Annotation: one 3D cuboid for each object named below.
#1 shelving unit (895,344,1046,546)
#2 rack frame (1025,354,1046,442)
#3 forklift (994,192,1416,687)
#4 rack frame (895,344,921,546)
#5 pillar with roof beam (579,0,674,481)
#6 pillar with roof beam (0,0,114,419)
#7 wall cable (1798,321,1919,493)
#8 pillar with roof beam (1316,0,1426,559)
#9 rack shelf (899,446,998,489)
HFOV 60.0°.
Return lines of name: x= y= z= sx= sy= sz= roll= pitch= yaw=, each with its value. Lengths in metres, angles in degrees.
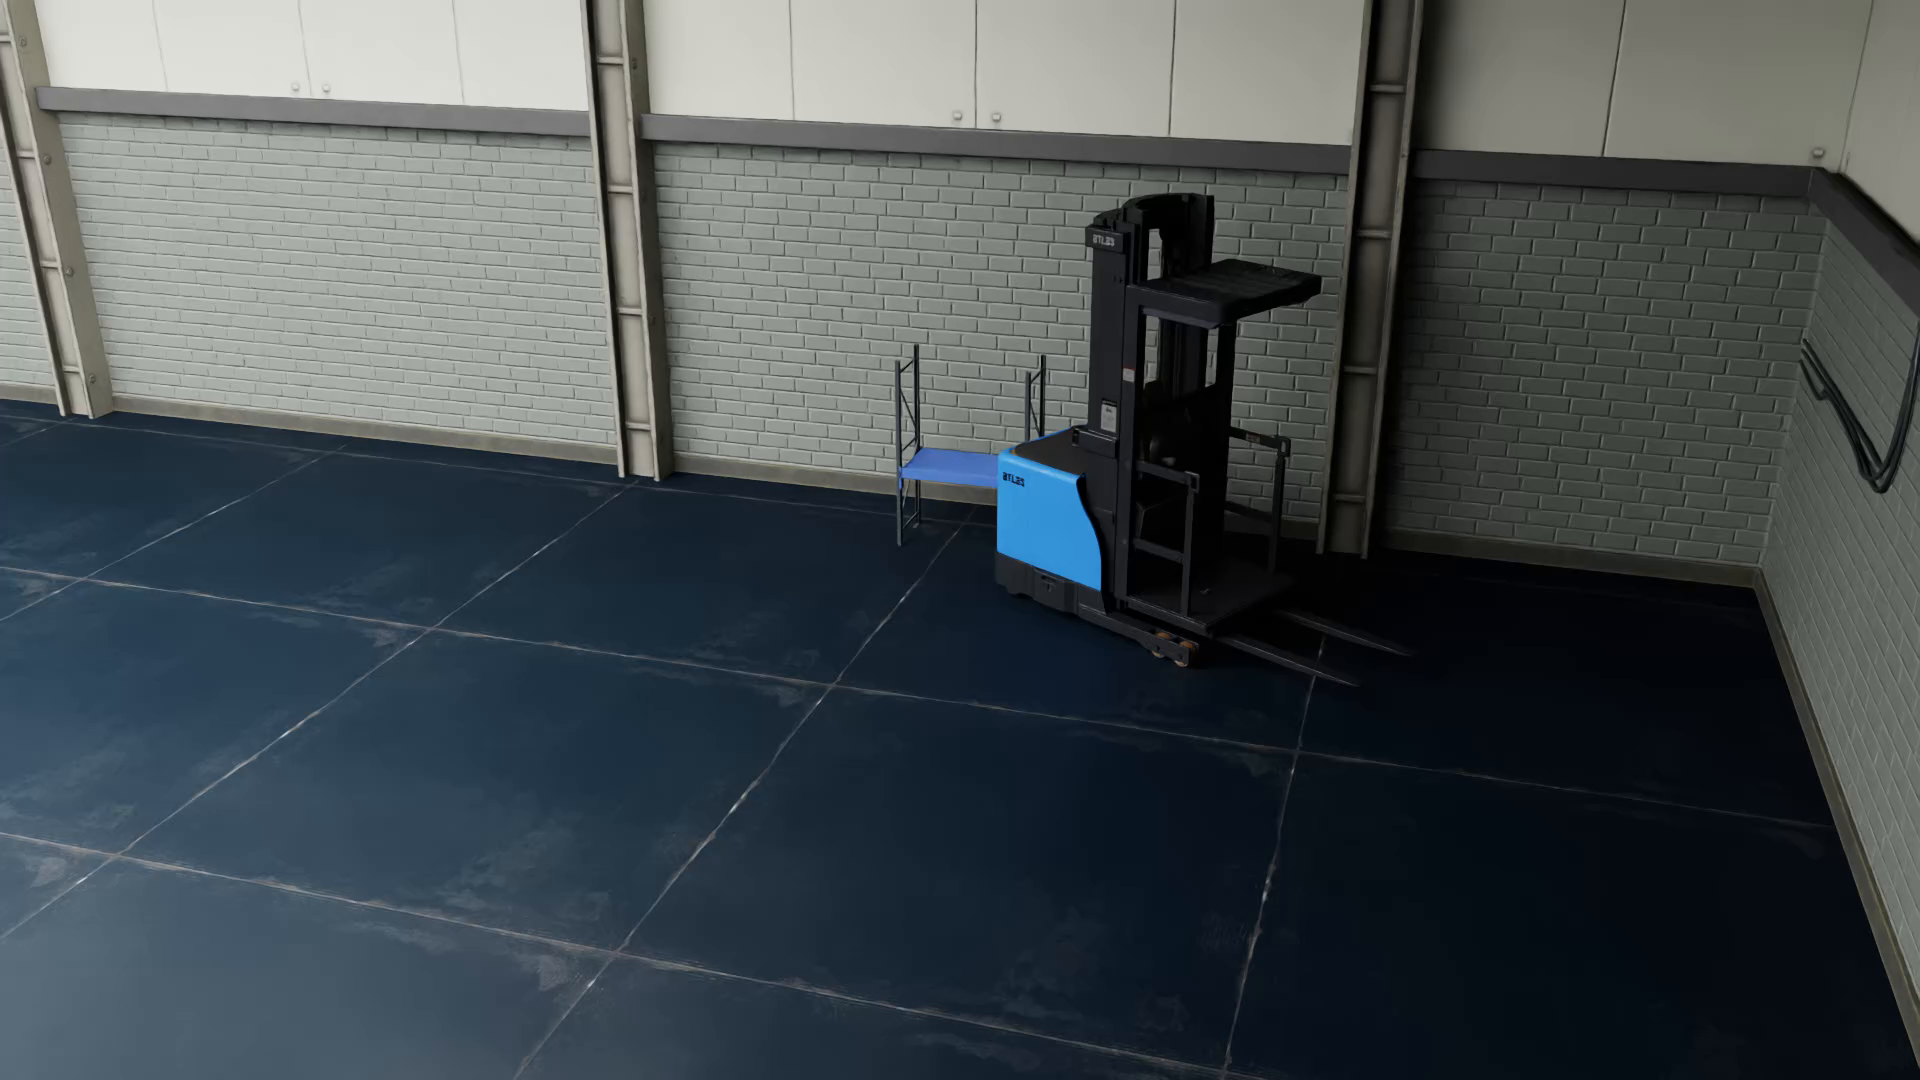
shelving unit: x=0.082 y=-0.685 z=12.868 sx=1.048 sy=1.500 sz=0.538 roll=7 pitch=23 yaw=16
rack frame: x=0.568 y=-0.629 z=12.732 sx=0.032 sy=1.500 sz=0.500 roll=7 pitch=23 yaw=16
forklift: x=1.653 y=-0.732 z=11.097 sx=3.031 sy=2.935 sz=1.130 roll=21 pitch=30 yaw=41
rack frame: x=-0.405 y=-0.740 z=13.003 sx=0.032 sy=1.500 sz=0.500 roll=7 pitch=23 yaw=16
pillar with roof beam: x=-3.990 y=-3.184 z=9.081 sx=0.400 sy=9.000 sz=9.100 roll=7 pitch=23 yaw=16
pillar with roof beam: x=-9.734 y=-3.842 z=10.684 sx=0.400 sy=9.000 sz=9.100 roll=7 pitch=23 yaw=16
wall cable: x=5.436 y=-1.851 z=9.921 sx=0.112 sy=2.526 sz=3.097 roll=7 pitch=23 yaw=16
pillar with roof beam: x=1.754 y=-2.527 z=7.477 sx=0.400 sy=9.000 sz=9.100 roll=7 pitch=23 yaw=16
rack shelf: x=0.082 y=-0.518 z=12.936 sx=1.000 sy=0.185 sz=0.538 roll=7 pitch=23 yaw=16
